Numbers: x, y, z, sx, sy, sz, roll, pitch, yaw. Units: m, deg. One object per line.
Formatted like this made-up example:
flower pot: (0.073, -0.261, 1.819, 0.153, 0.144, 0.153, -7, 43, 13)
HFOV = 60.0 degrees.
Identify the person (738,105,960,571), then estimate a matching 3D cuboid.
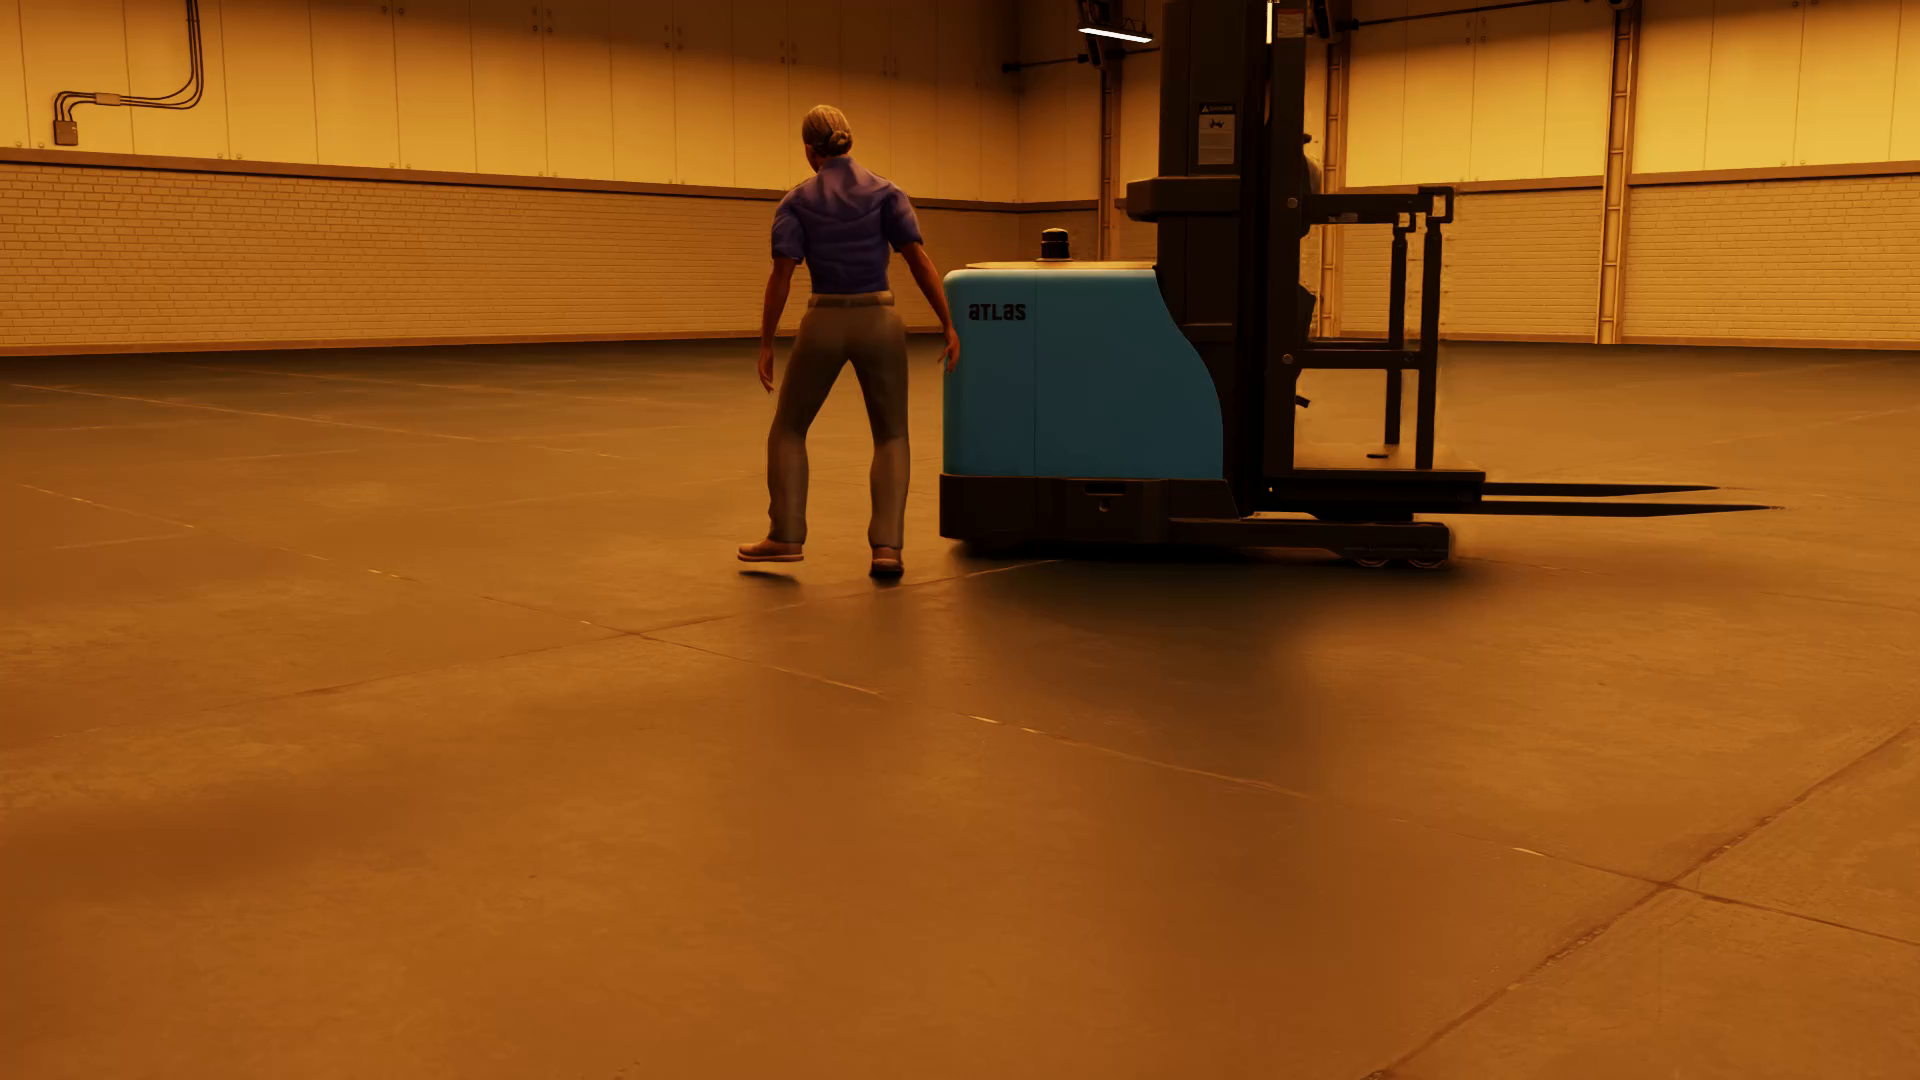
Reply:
person: (-0.403, -0.690, 5.800, 0.811, 1.627, 0.414, 1, 9, 3)

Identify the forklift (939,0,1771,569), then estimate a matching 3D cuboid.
forklift: (1.481, -1.429, 6.363, 3.031, 2.935, 1.130, 1, 9, 8)
